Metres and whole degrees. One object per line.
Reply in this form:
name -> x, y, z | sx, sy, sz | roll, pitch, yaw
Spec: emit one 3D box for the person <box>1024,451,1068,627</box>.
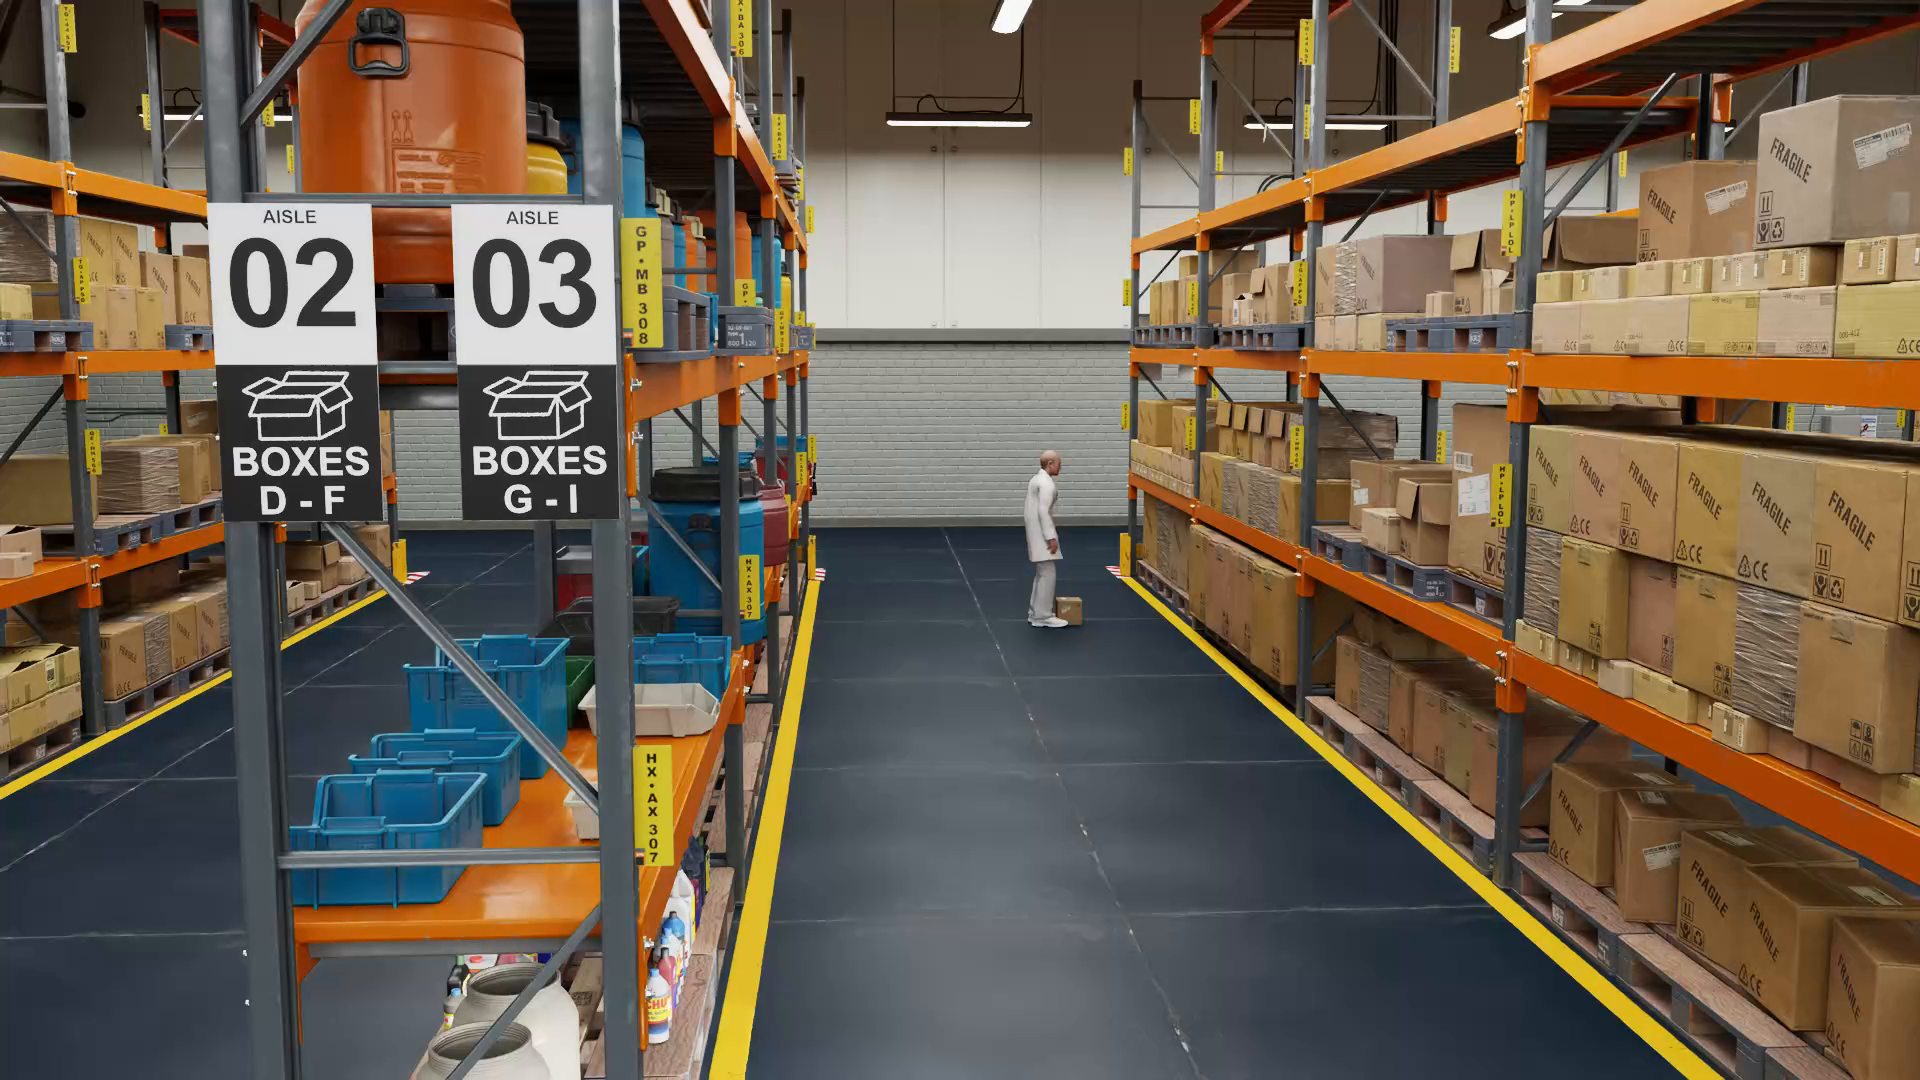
person -> 0.869, -0.022, 16.992 | 0.415, 1.774, 0.653 | -1, 7, -5
